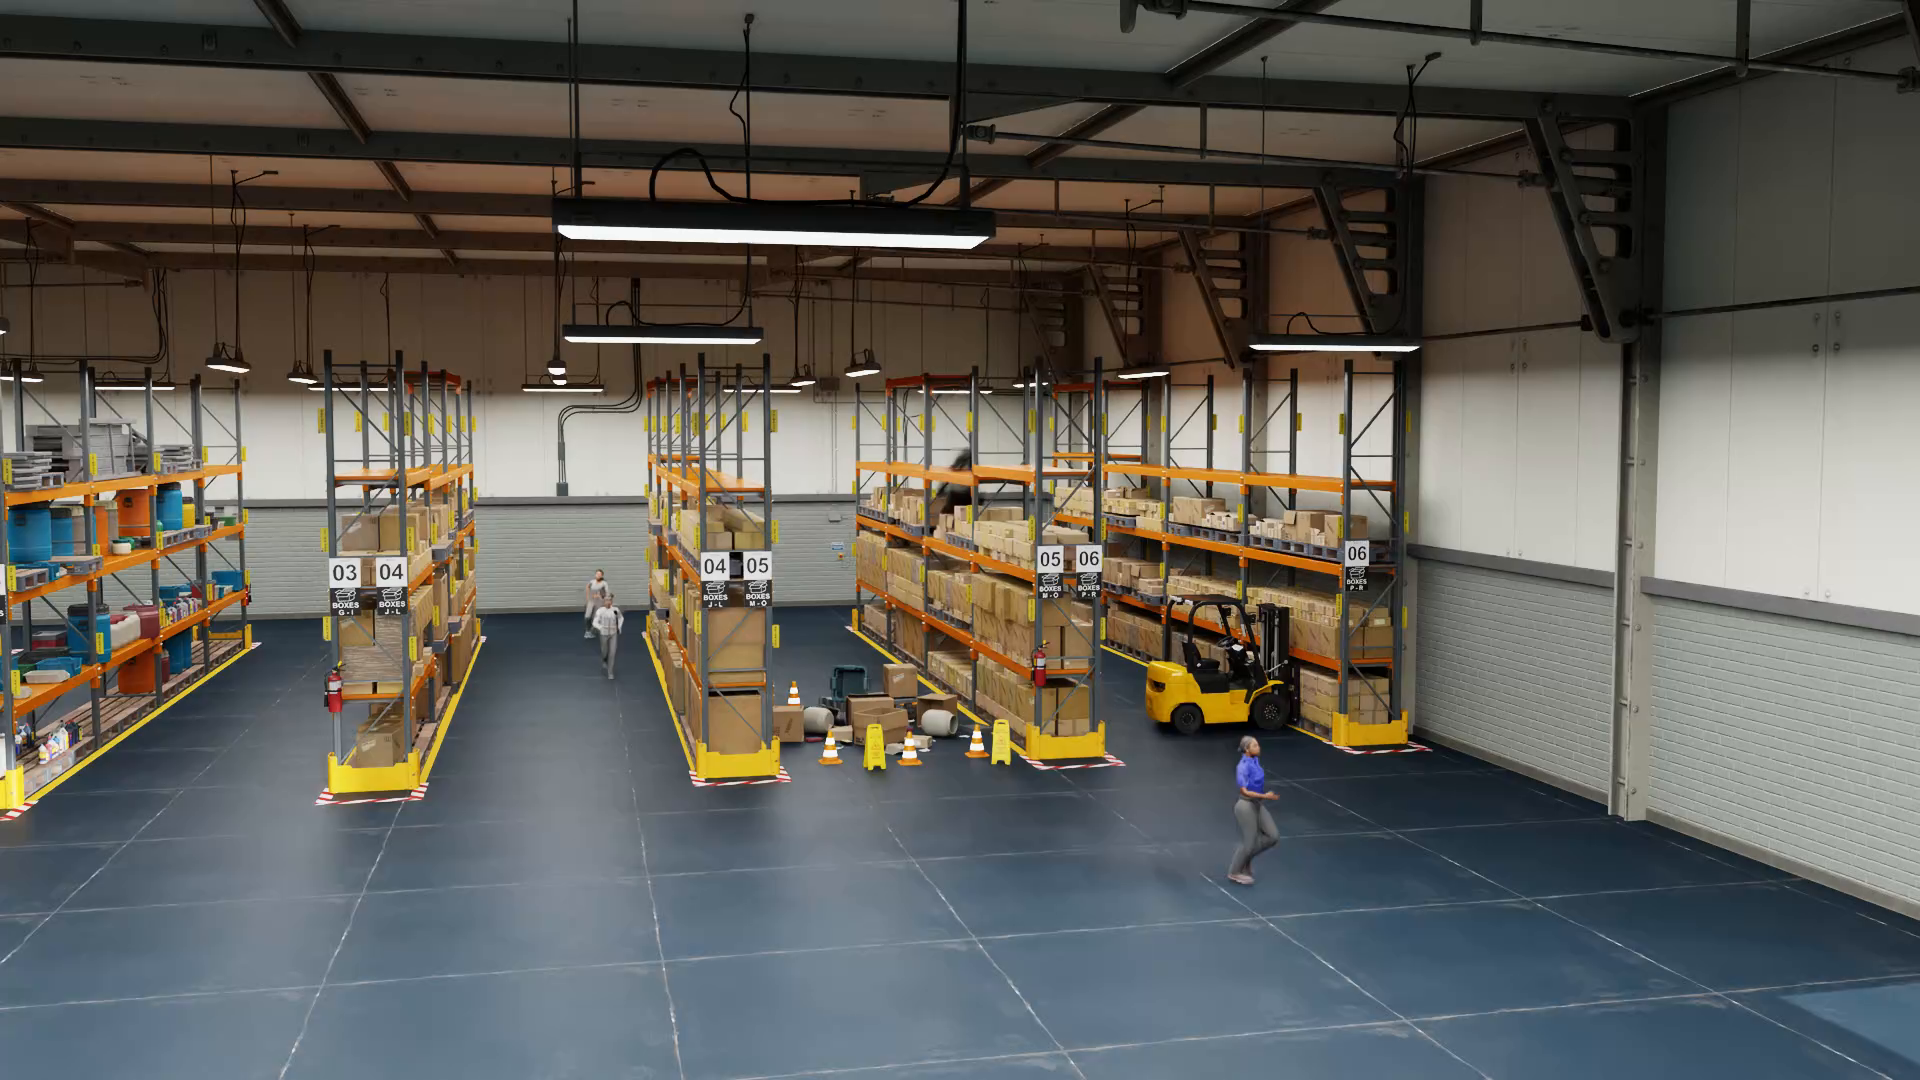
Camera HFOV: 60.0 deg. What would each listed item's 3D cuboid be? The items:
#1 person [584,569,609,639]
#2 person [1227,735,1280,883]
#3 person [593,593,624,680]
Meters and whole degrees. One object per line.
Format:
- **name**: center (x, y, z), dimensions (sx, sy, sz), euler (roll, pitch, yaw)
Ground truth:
- **person**: center (-8.457, 1.485, 38.728), dimensions (0.596, 1.622, 0.605), euler (0, 4, 1)
- **person**: center (3.207, 2.930, 18.084), dimensions (0.587, 1.619, 0.558), euler (2, 5, 31)
- **person**: center (-6.933, 1.882, 32.849), dimensions (0.617, 1.688, 0.847), euler (-1, 4, -18)
